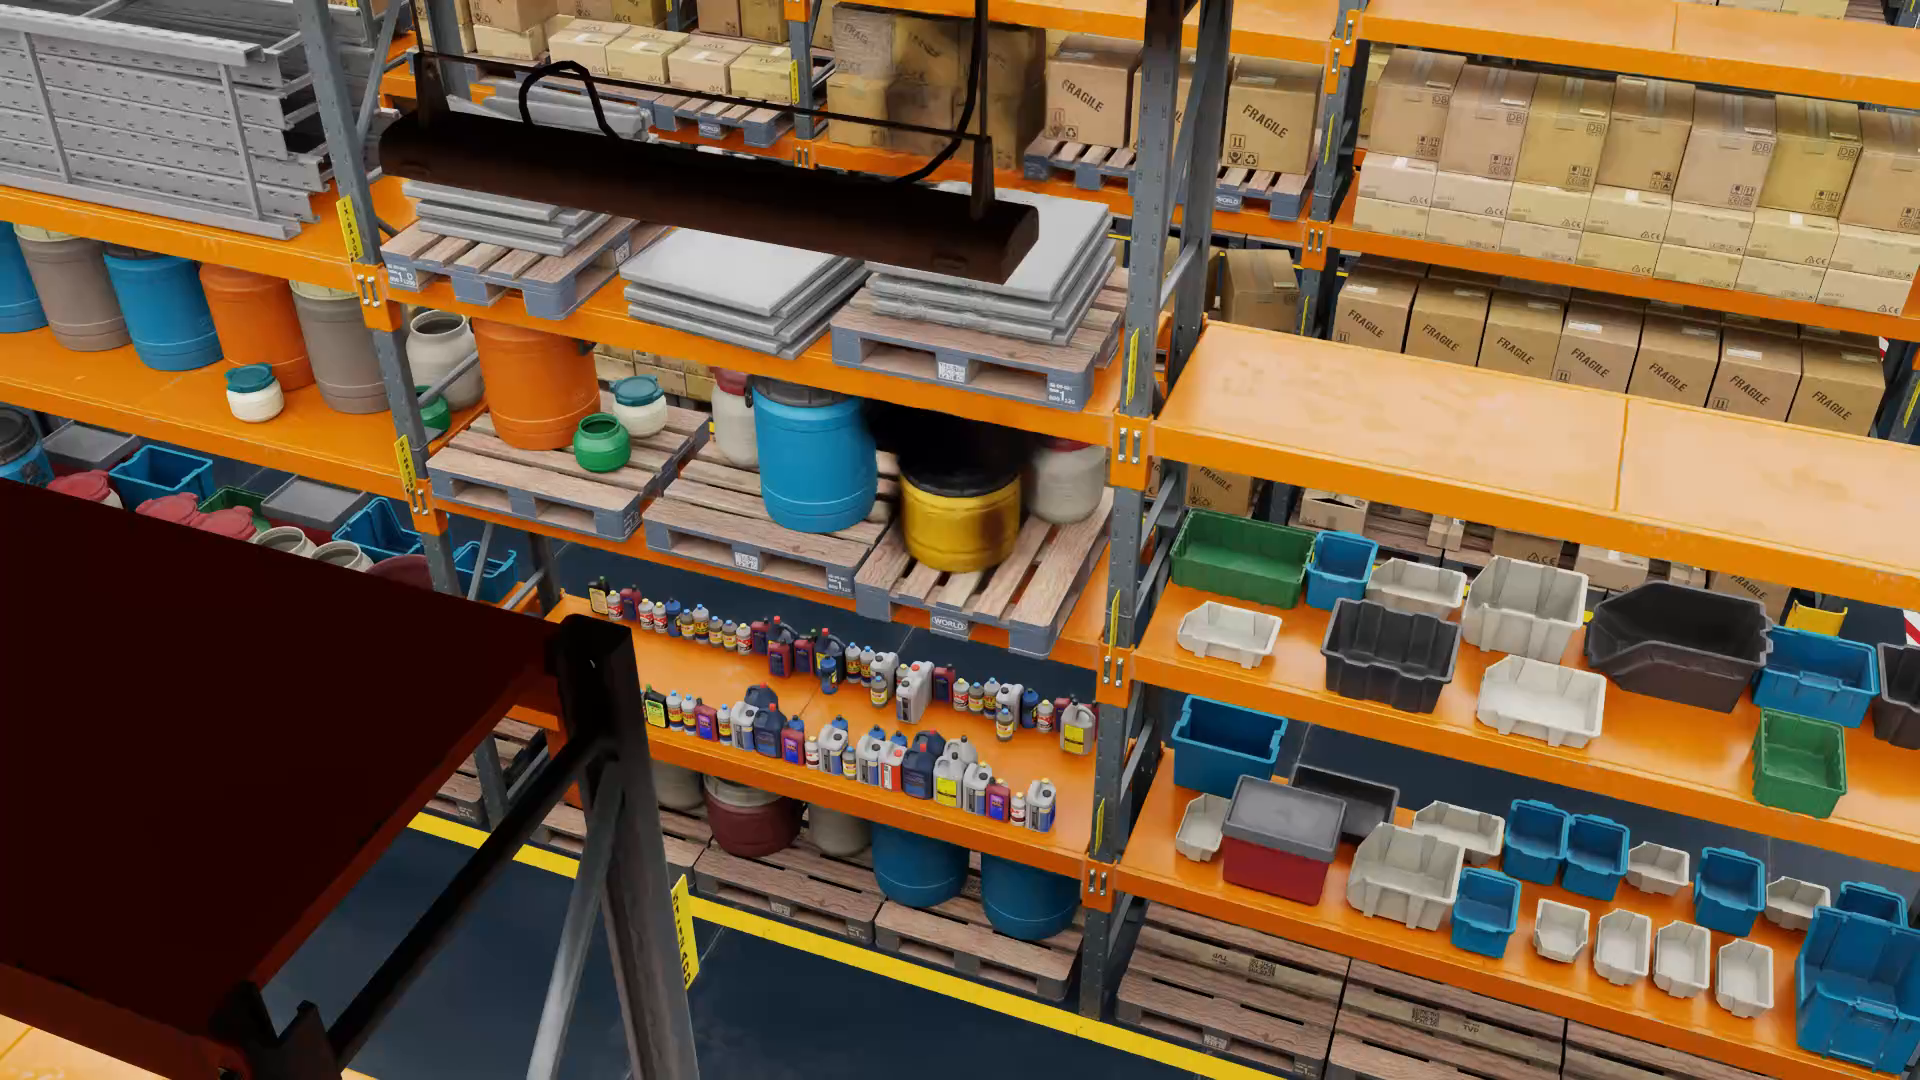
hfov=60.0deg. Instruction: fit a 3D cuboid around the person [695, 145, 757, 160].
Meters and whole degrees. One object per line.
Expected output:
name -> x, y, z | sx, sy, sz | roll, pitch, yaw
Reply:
person -> -2.166, -3.197, 16.375 | 0.845, 1.599, 0.684 | 6, 37, 8
